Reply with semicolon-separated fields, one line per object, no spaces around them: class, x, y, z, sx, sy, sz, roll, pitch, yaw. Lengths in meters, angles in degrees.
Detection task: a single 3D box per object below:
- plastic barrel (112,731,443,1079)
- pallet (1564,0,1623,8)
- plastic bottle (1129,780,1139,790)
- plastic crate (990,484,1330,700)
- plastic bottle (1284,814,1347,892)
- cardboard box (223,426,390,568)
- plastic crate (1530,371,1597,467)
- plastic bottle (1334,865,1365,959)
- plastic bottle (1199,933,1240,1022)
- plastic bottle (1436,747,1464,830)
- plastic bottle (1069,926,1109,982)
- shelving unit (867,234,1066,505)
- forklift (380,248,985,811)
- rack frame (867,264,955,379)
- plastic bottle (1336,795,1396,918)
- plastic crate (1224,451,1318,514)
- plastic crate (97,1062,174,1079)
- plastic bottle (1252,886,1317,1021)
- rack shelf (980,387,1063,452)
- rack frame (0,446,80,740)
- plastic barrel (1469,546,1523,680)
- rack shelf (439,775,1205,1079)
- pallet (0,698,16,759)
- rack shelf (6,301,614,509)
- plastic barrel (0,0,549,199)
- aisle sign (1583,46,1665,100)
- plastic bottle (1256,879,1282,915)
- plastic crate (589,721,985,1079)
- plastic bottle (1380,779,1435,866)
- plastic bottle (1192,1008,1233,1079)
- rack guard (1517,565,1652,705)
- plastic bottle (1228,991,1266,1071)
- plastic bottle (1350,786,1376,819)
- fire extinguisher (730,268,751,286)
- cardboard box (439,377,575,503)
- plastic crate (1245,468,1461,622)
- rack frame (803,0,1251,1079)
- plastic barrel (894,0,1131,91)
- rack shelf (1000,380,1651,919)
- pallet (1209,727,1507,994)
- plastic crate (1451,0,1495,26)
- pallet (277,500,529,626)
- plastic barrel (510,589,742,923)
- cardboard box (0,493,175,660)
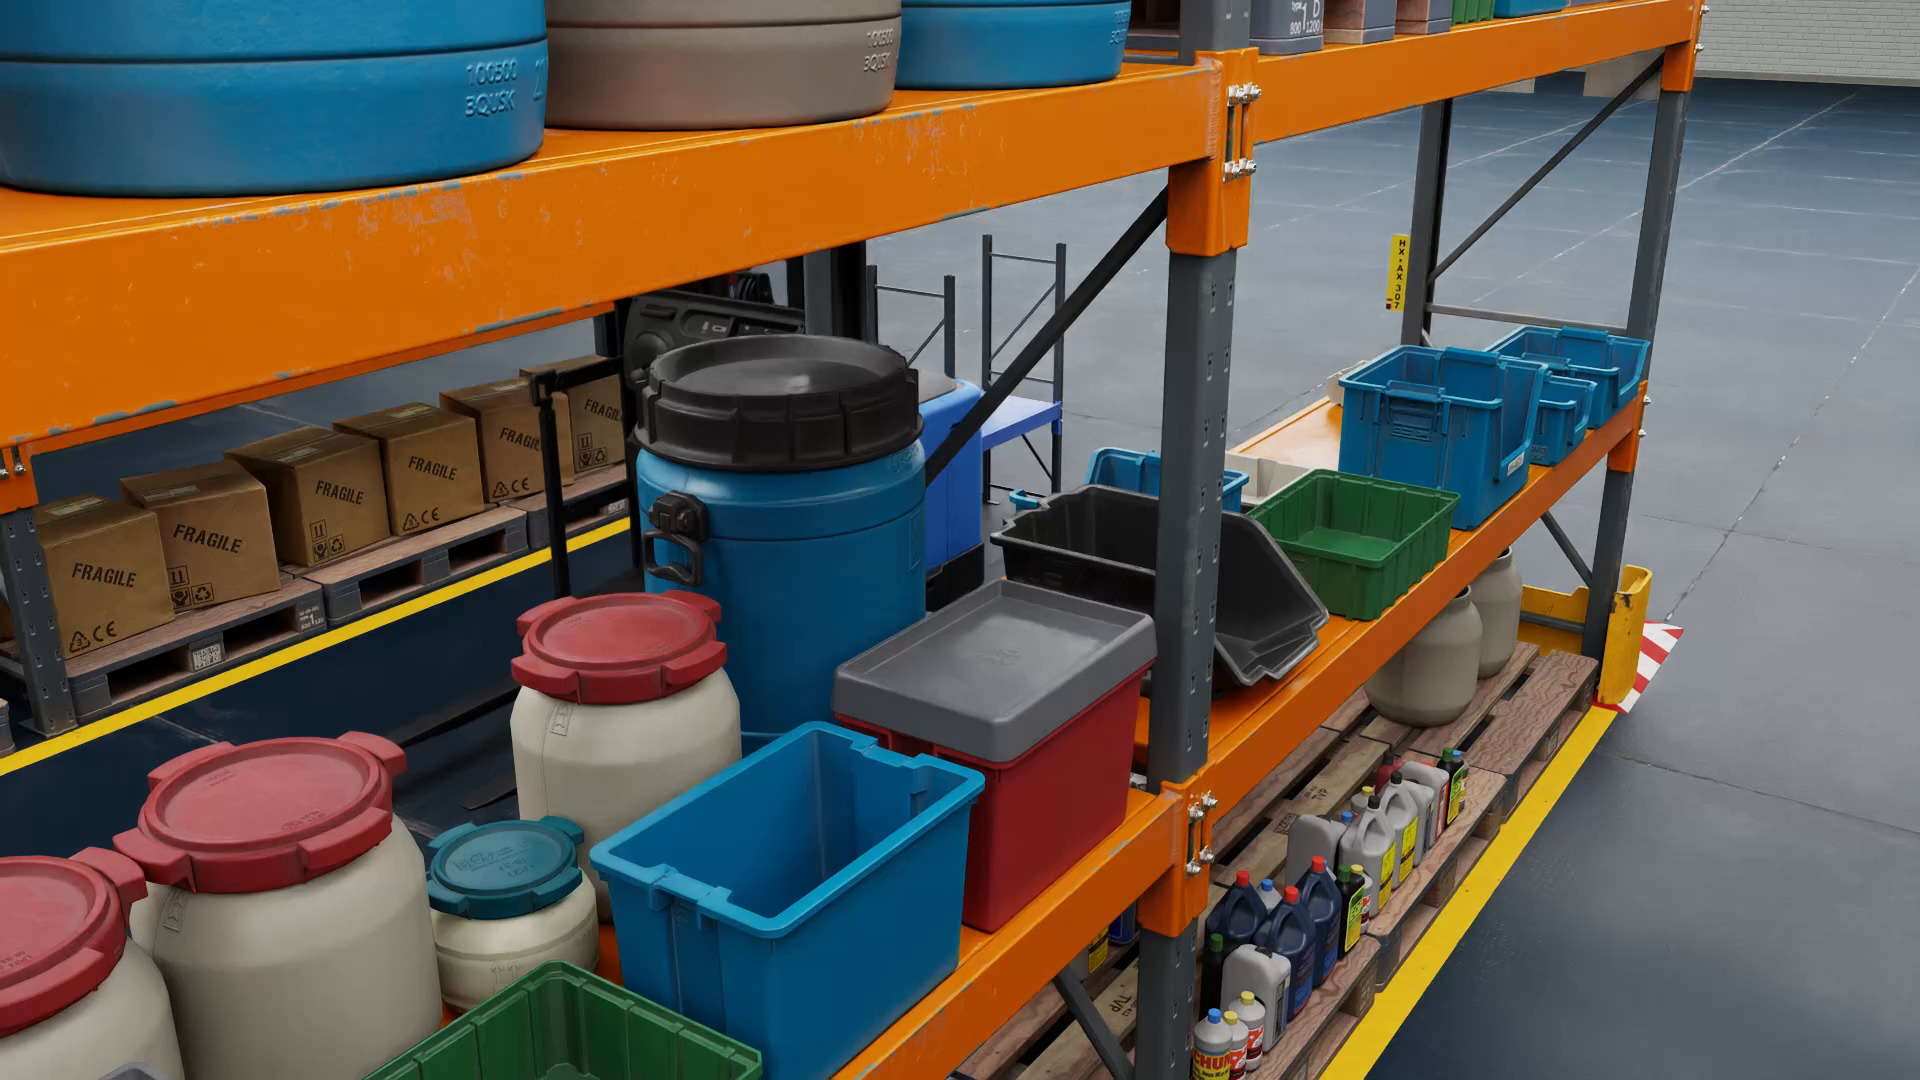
plastic barrel;-1.037;0.619;2.572;0.433;0.535;0.433;0;20;0
pallet;1.797;-2.007;5.816;1.003;0.211;1.213;13;24;32
plastic bottle;0.508;0.888;5.225;0.144;0.351;0.185;13;24;31
plastic crate;0.494;0.144;4.141;0.767;0.338;0.504;13;24;32
plastic bottle;1.100;0.963;5.130;0.152;0.276;0.135;13;24;32
cardboard box;-3.144;-0.216;8.024;0.500;0.500;0.500;11;23;27
plastic crate;1.940;-0.450;5.873;0.499;0.251;0.408;13;24;32
plastic bottle;1.125;1.064;4.846;0.061;0.283;0.133;15;25;34
plastic bottle;0.707;1.183;4.523;0.061;0.283;0.133;13;24;32
plastic bottle;1.623;0.810;5.533;0.061;0.283;0.133;14;24;33
plastic bottle;0.338;1.064;4.750;0.144;0.351;0.185;13;24;32
shelving unit;0.048;-0.728;8.571;0.538;1.500;1.048;13;24;32
forklift;-1.112;-0.753;6.575;1.130;2.935;3.031;13;24;31
rack frame;-0.238;-0.582;8.177;0.500;1.500;0.032;13;24;32
plastic bottle;1.237;0.950;5.058;0.144;0.351;0.185;13;24;31
plastic crate;0.798;-0.151;5.230;0.530;0.136;0.437;13;24;32
plastic crate;-0.992;0.954;1.770;0.402;0.464;0.583;13;24;32
plastic bottle;0.892;1.126;4.582;0.144;0.351;0.185;14;25;33
rack shelf;0.048;-0.559;8.633;0.538;0.185;1.000;13;24;32
rack frame;-4.001;-0.725;6.403;1.000;3.000;0.127;13;24;32
plastic barrel;2.037;0.266;6.702;0.421;0.512;0.421;0;20;0
rack shelf;-1.029;1.152;2.365;1.077;0.370;4.000;13;24;32
pallet;-4.438;0.806;6.282;1.003;0.211;1.213;13;24;32
rack shelf;-2.877;-0.962;8.079;1.077;0.370;4.000;13;24;32
plastic barrel;-0.747;-0.838;1.660;0.600;0.901;0.708;13;24;32
aisle sign;2.629;-2.089;6.342;0.394;0.787;0.004;13;24;32
plastic bottle;0.873;1.098;4.772;0.097;0.271;0.097;0;20;0
plastic crate;-0.268;0.625;2.774;0.392;0.384;0.575;13;24;32
plastic bottle;1.431;0.883;5.346;0.152;0.276;0.135;13;24;30
plastic bottle;0.636;1.308;4.204;0.097;0.271;0.097;0;20;0
rack guard;2.340;0.296;7.244;1.175;0.500;0.348;13;24;32
plastic bottle;0.751;1.282;4.374;0.097;0.201;0.097;0;20;0
plastic bottle;1.318;0.899;5.410;0.097;0.201;0.097;0;20;0
fire extinguisher;-1.307;-1.780;9.365;0.296;0.674;0.183;13;24;32
cardboard box;-2.426;-0.544;8.909;0.500;0.500;0.500;-17;26;-38
plastic crate;1.091;0.005;4.732;0.450;0.188;0.662;13;24;32
rack frame;0.092;0.240;3.793;0.949;2.616;0.053;13;24;32
plastic barrel;-0.012;-1.213;2.675;0.600;0.901;0.708;13;24;32
rack shelf;1.219;0.004;5.467;1.077;0.370;4.000;13;24;32
pallet;1.192;1.012;5.724;1.003;0.211;1.213;13;24;32
plastic crate;1.207;-1.467;4.388;0.336;0.188;0.450;13;24;32
pallet;-2.968;0.031;8.376;1.003;0.211;1.213;13;24;32
plastic barrel;-0.624;0.408;3.141;0.433;0.535;0.433;0;20;0
cardboard box;-3.744;0.143;7.053;0.500;0.500;0.500;12;24;30
